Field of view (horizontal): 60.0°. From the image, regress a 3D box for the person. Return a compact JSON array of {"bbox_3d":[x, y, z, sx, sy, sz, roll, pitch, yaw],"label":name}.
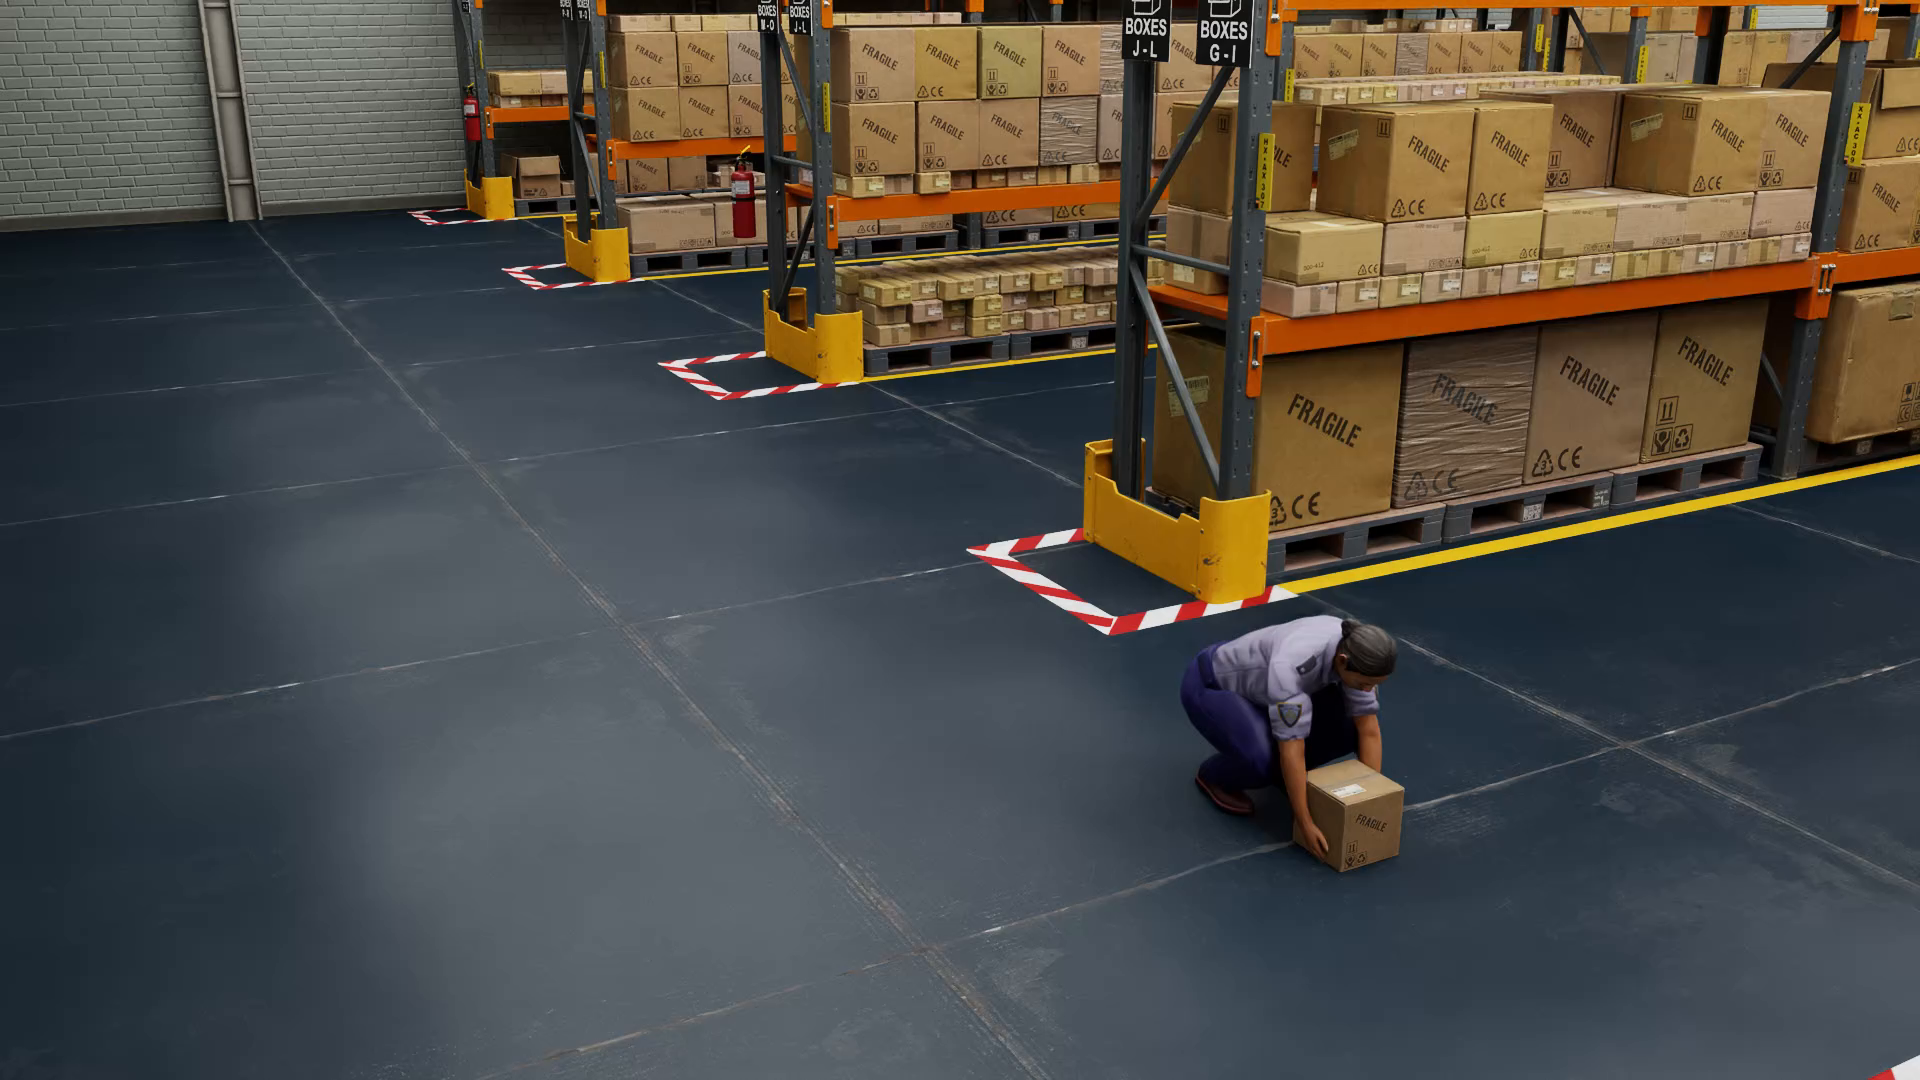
[{"bbox_3d":[1.154,0.599,5.713,0.515,0.788,0.738,-10,21,-27],"label":"person"}]
